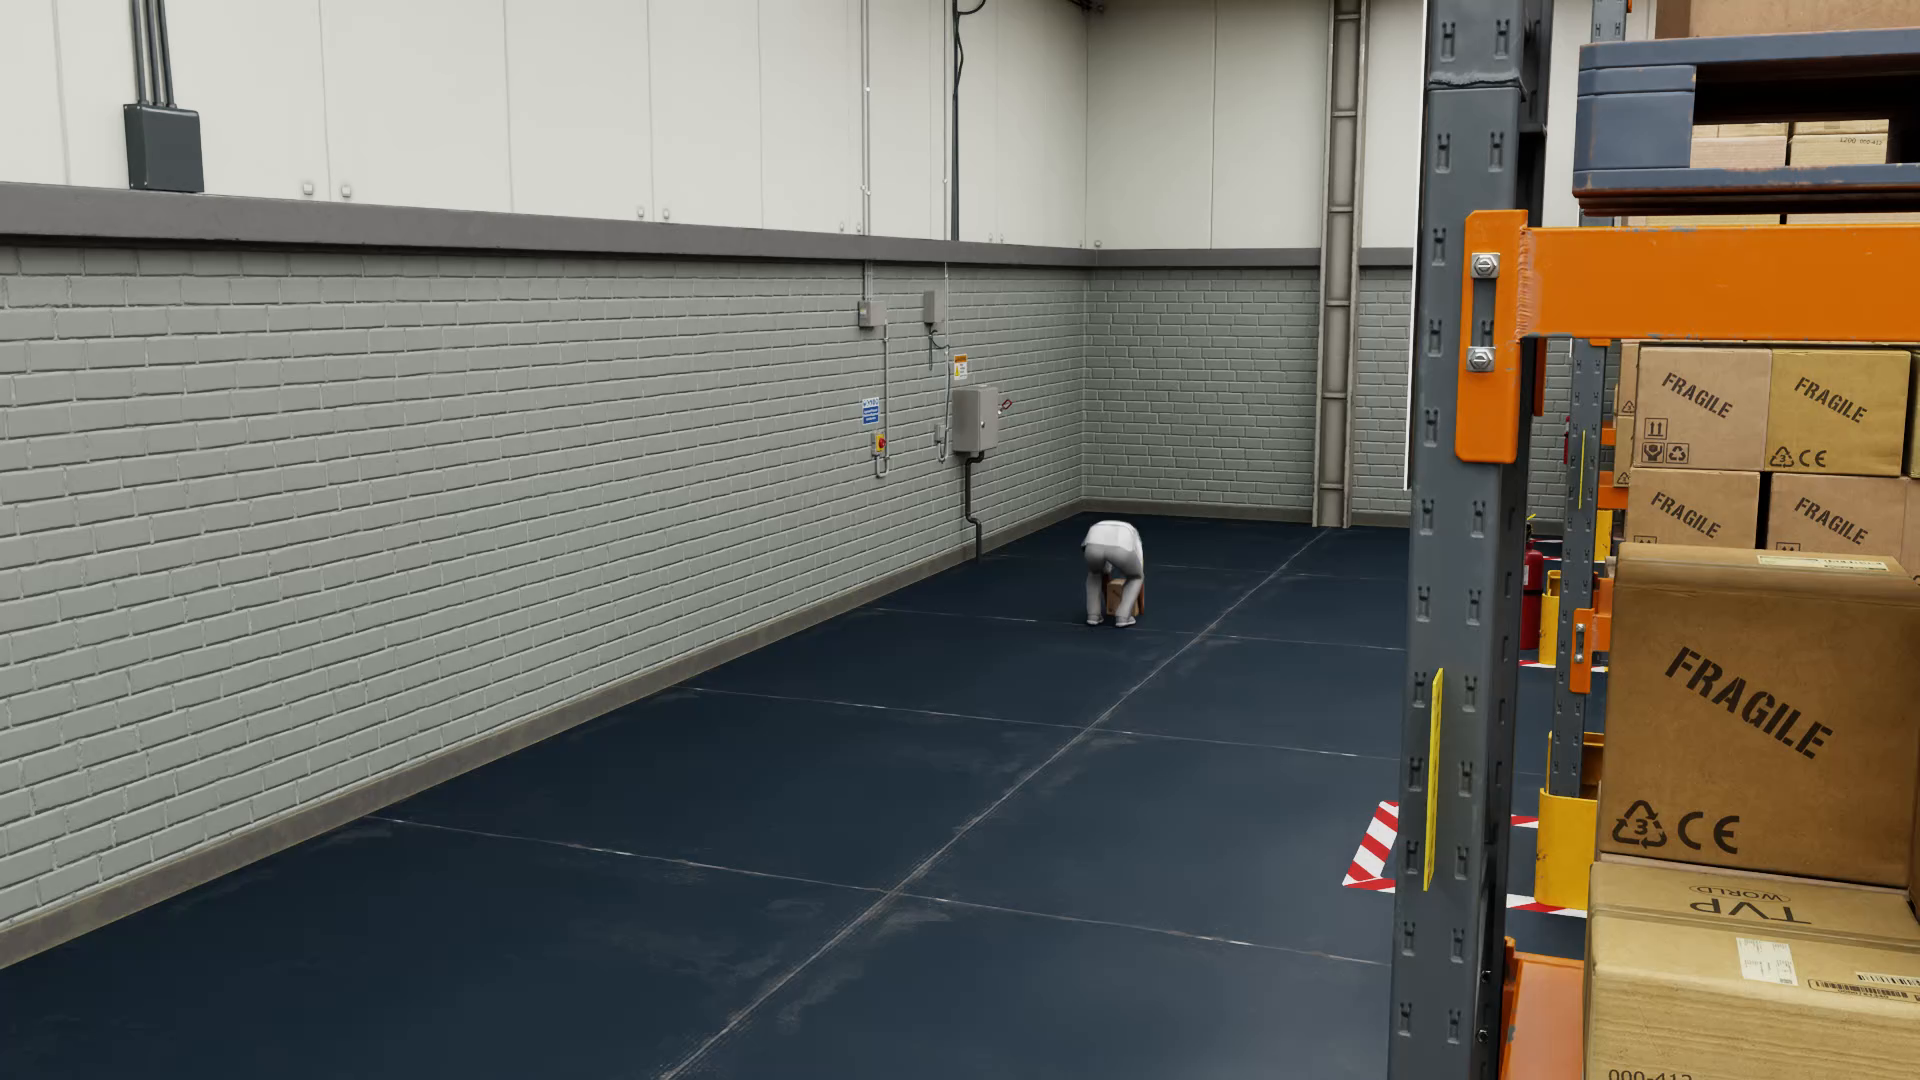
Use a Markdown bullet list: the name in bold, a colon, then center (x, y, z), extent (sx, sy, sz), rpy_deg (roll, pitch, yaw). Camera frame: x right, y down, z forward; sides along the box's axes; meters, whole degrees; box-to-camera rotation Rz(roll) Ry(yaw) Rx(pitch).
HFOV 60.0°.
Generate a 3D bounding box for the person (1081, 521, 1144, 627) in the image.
- **person**: center (1.259, 0.246, 13.484), extent (0.472, 0.850, 0.910), rpy_deg (3, 9, 19)
